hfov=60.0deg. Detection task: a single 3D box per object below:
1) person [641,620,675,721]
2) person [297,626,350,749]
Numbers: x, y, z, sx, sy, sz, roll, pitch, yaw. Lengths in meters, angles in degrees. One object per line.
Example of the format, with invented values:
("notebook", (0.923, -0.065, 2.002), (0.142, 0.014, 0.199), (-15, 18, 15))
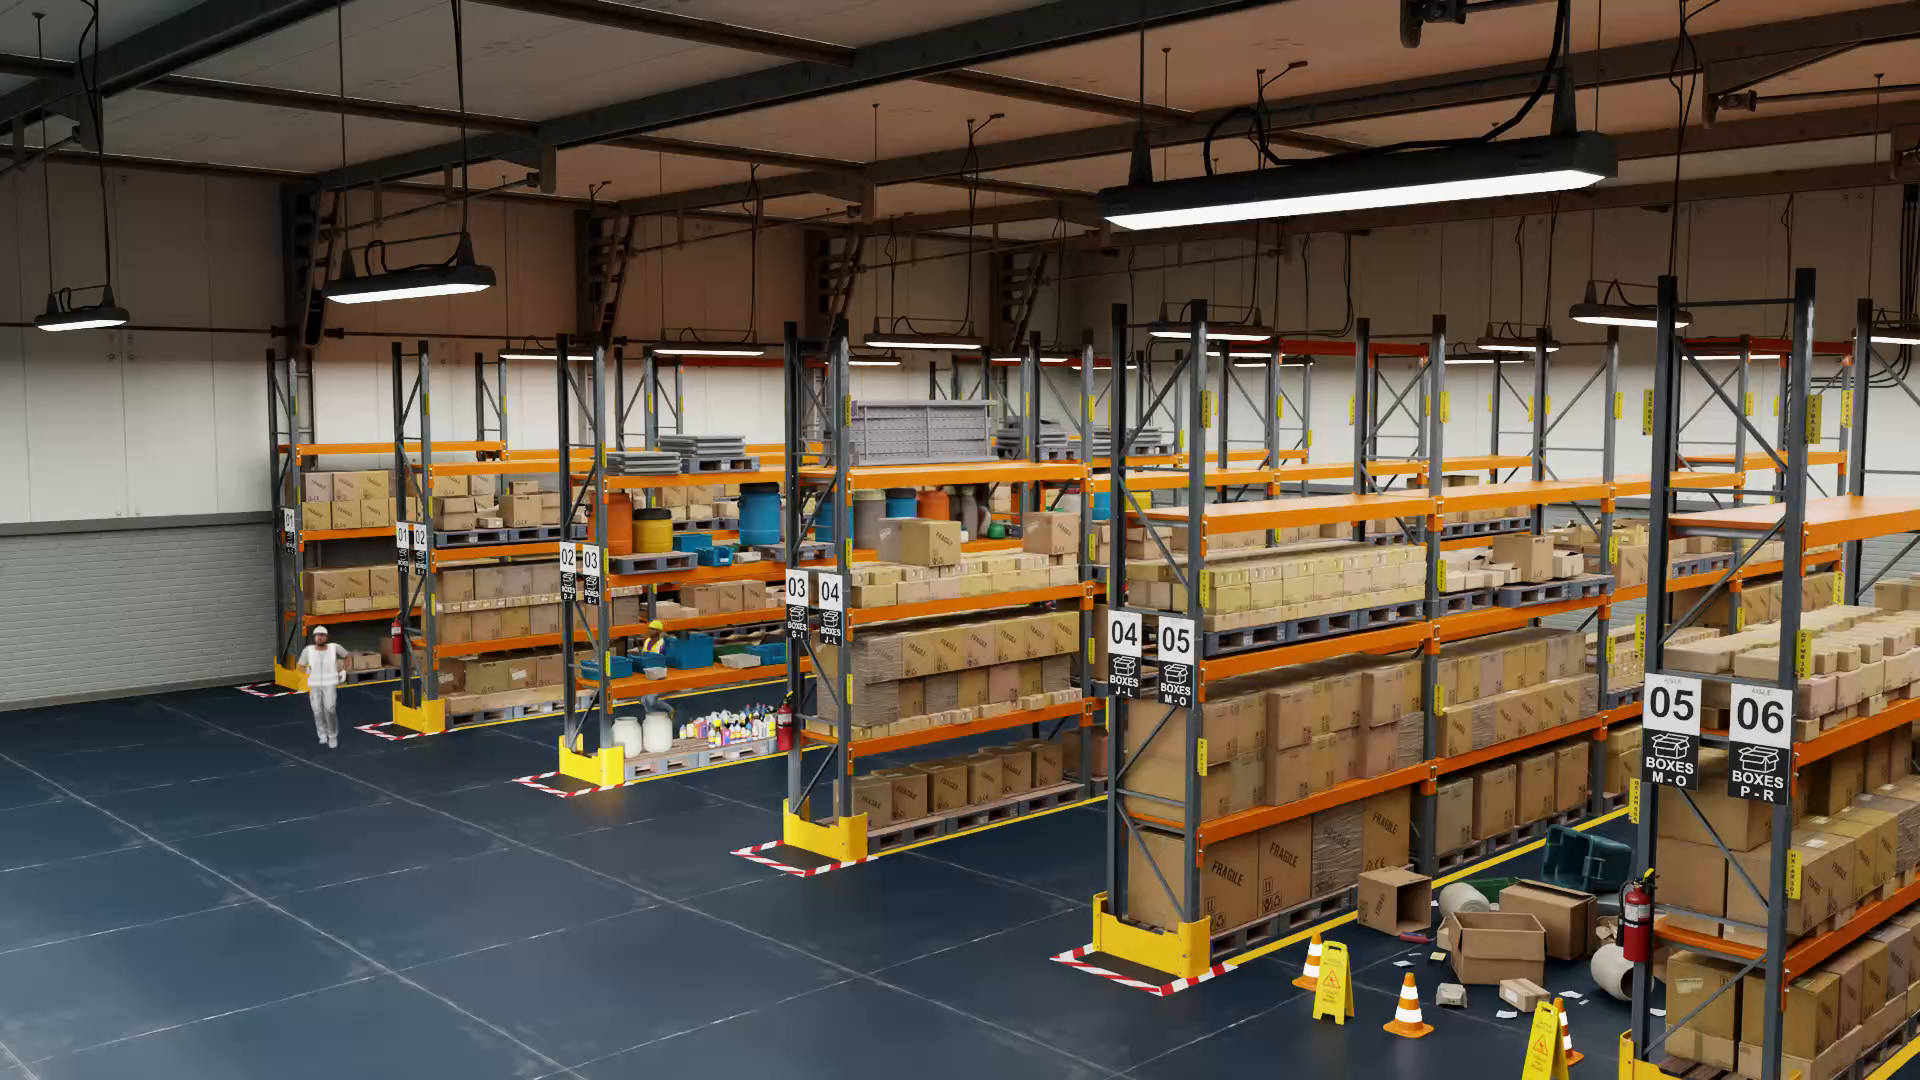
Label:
("person", (-4.701, 2.092, 25.573), (0.695, 1.719, 0.600), (3, 6, 34))
("person", (-9.369, 2.170, 24.447), (0.695, 1.808, 0.701), (-1, 5, -12))
